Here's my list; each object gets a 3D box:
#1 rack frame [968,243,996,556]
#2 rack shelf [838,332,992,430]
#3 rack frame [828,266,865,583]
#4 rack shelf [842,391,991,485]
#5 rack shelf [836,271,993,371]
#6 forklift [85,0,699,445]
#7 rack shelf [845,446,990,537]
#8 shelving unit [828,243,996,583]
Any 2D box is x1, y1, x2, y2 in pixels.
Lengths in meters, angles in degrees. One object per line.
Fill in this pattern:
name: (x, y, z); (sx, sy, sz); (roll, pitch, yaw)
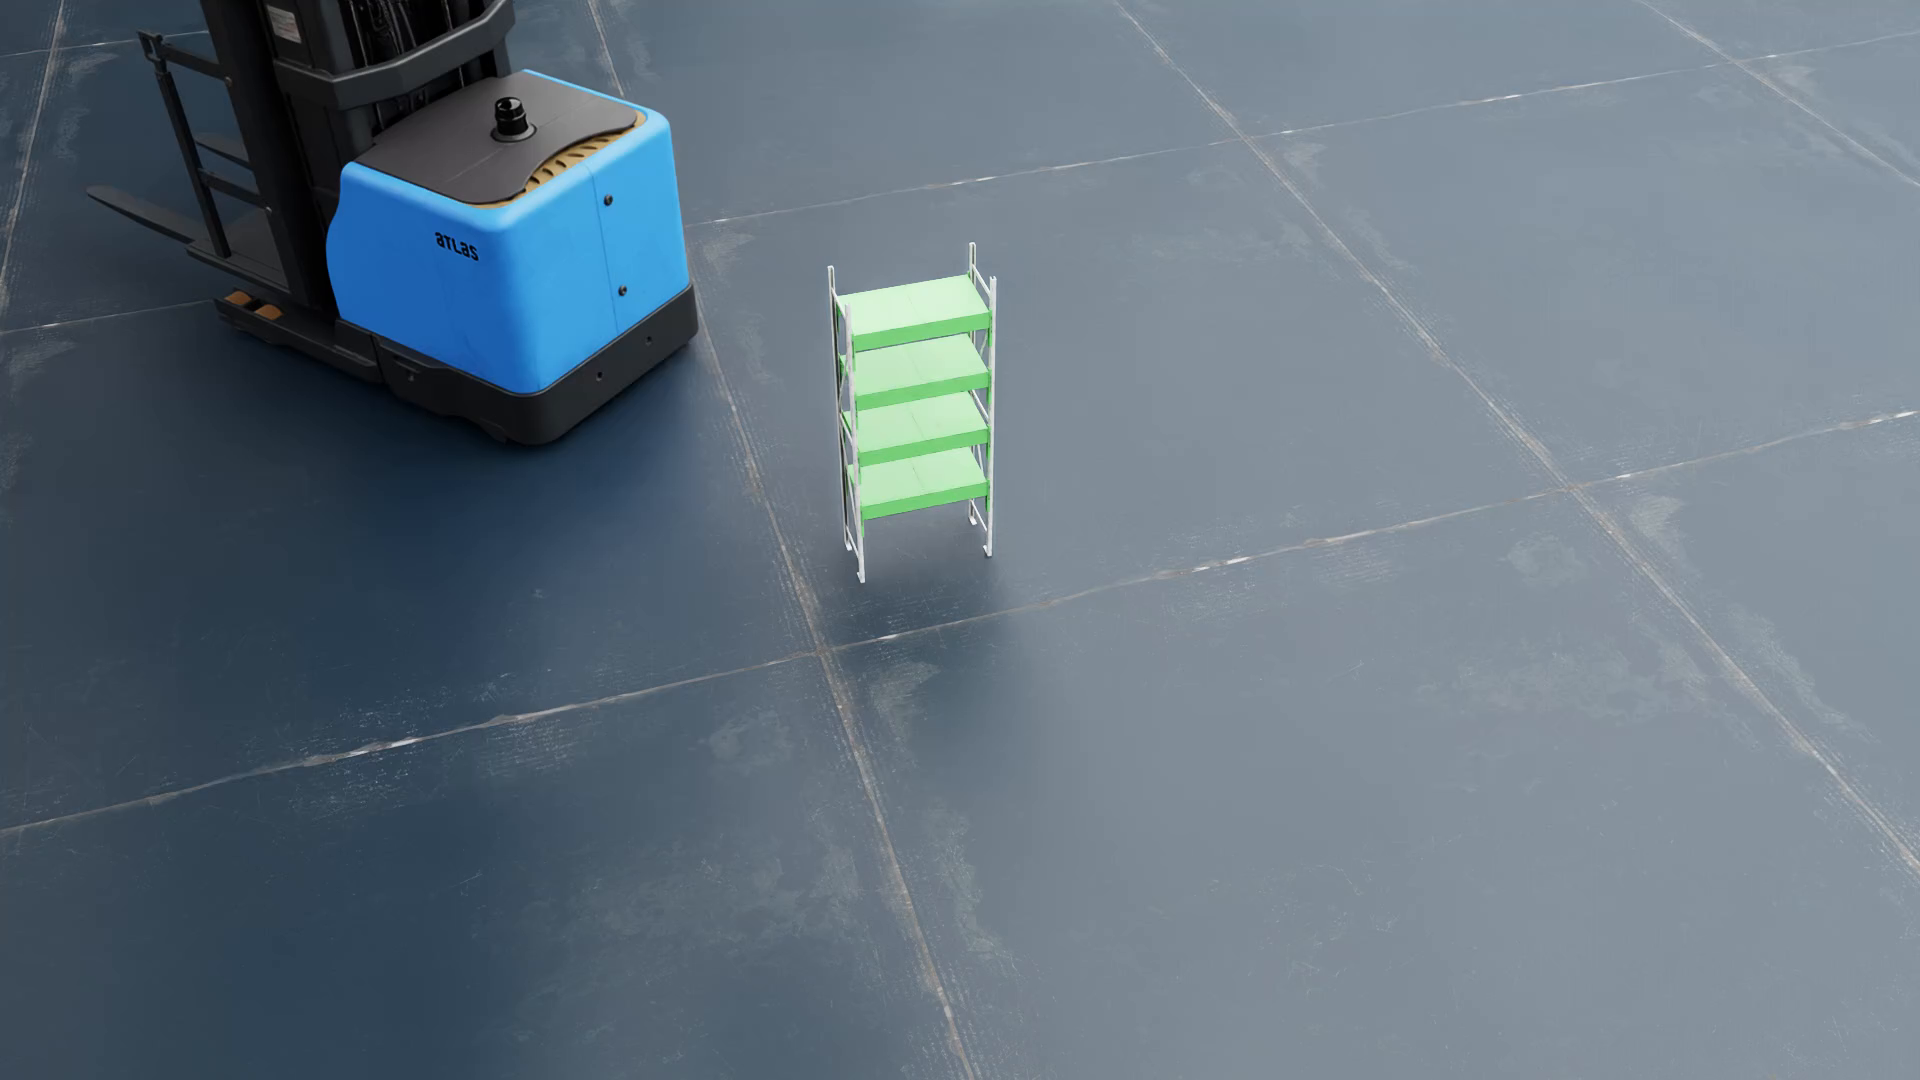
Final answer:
rack frame: (0.075, -0.467, 5.873); (0.015, 1.200, 0.240); (-12, 42, -13)
rack shelf: (-0.158, -0.552, 5.702); (0.480, 0.148, 0.258); (-12, 42, -13)
rack frame: (-0.391, -0.371, 5.763); (0.015, 1.200, 0.240); (-12, 42, -13)
rack shelf: (-0.158, -0.371, 5.860); (0.480, 0.148, 0.258); (-12, 42, -13)
rack shelf: (-0.158, -0.732, 5.544); (0.480, 0.148, 0.258); (-12, 42, -13)
forklift: (-2.646, -2.225, 6.568); (3.031, 2.935, 1.130); (23, 46, 24)
rack shelf: (-0.158, -0.190, 6.018); (0.480, 0.148, 0.258); (-12, 42, -13)
shelving unit: (-0.158, -0.419, 5.818); (0.503, 1.200, 0.258); (-12, 42, -13)
